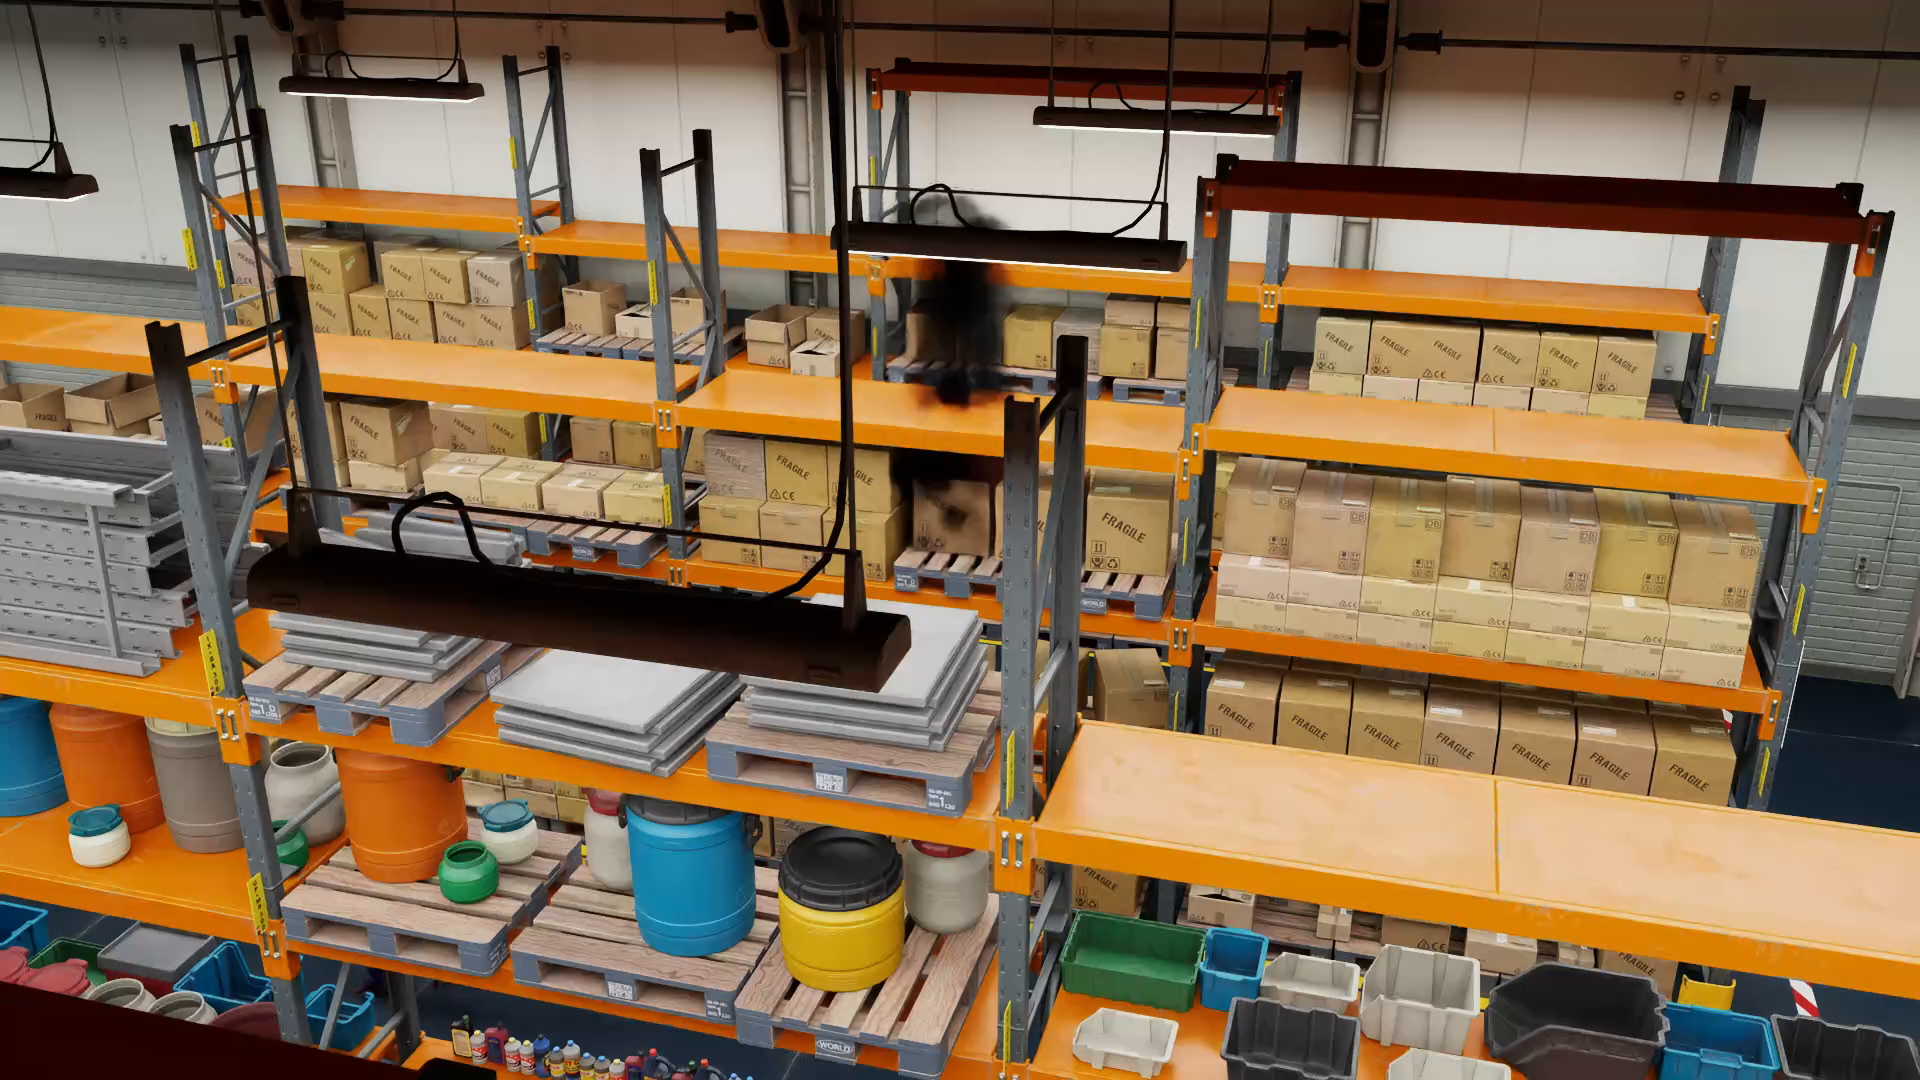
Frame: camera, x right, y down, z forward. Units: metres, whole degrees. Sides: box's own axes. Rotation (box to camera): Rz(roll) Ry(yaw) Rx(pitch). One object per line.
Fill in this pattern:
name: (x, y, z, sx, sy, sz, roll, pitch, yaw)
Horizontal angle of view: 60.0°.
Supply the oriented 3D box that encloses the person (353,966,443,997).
person: (-4.159, 2.733, 12.190, 0.903, 1.633, 0.609, 6, 23, 14)
